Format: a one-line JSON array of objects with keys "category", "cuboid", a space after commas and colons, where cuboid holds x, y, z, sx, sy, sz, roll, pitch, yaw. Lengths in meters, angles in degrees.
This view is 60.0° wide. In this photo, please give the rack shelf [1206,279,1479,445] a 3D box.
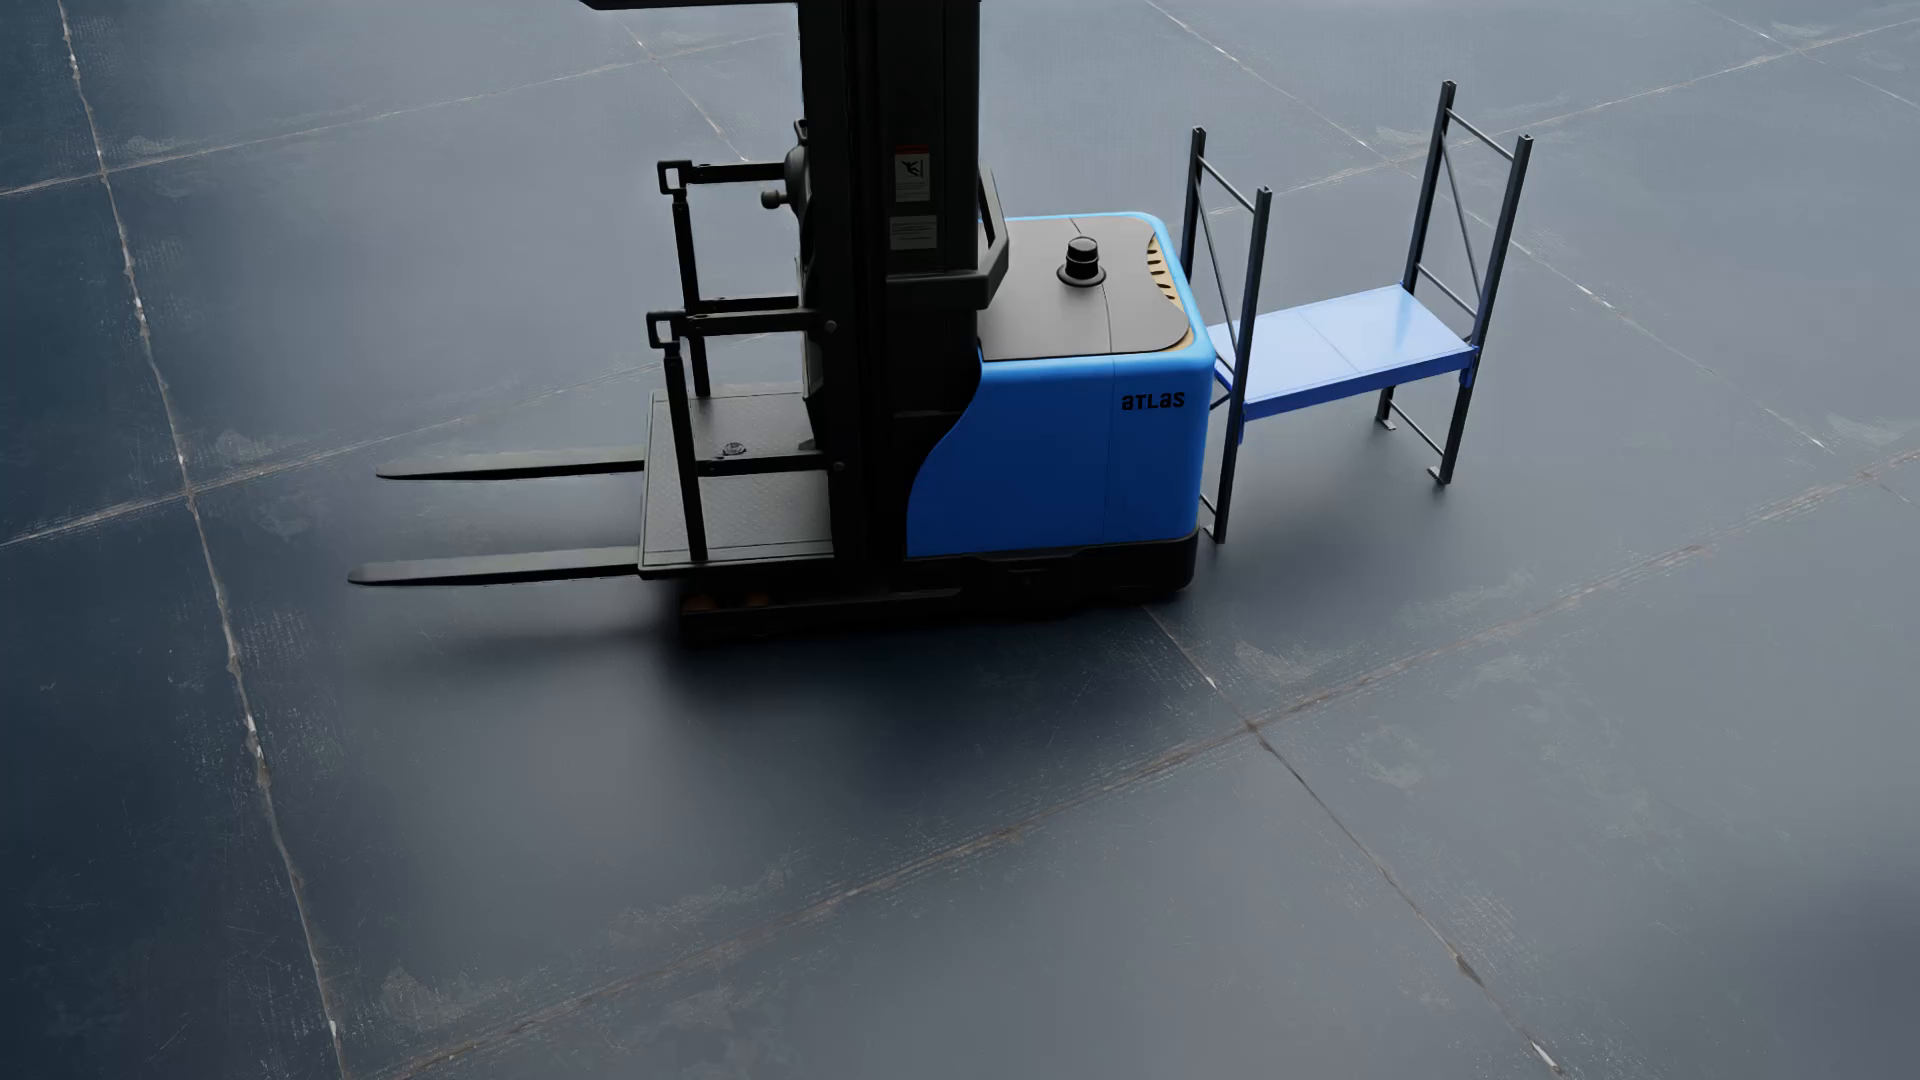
[{"category": "rack shelf", "cuboid": [1.382, -0.689, 6.311, 1.000, 0.185, 0.538, -14, 42, -16]}]

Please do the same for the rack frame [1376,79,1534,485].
[{"category": "rack frame", "cuboid": [1.855, -0.946, 6.337, 0.032, 1.500, 0.500, -14, 42, -16]}]

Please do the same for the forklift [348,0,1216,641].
[{"category": "forklift", "cuboid": [-0.689, -1.119, 5.434, 3.031, 2.935, 1.130, -4, 40, -5]}]

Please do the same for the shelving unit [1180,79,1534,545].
[{"category": "shelving unit", "cuboid": [1.382, -0.826, 6.195, 1.048, 1.500, 0.538, -14, 42, -16]}]

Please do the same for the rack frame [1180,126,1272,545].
[{"category": "rack frame", "cuboid": [0.909, -0.706, 6.054, 0.032, 1.500, 0.500, -14, 42, -16]}]
